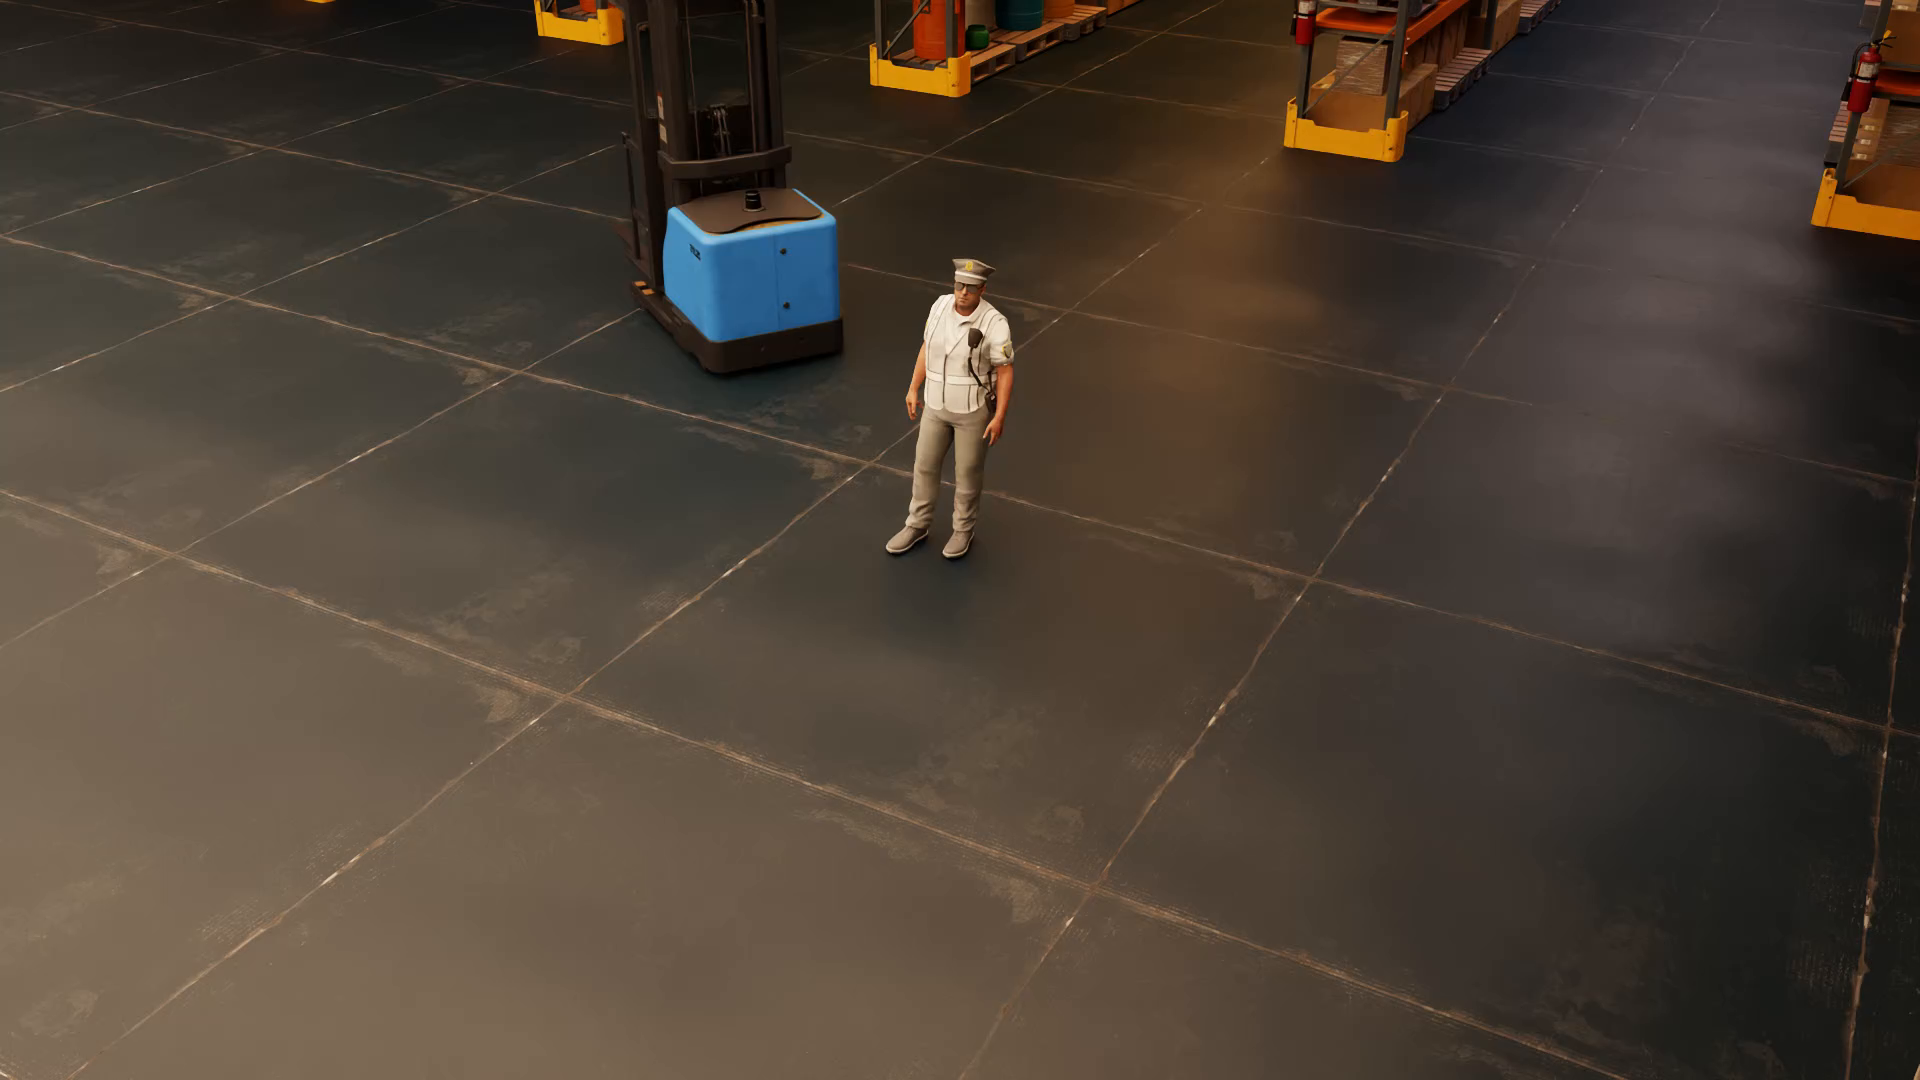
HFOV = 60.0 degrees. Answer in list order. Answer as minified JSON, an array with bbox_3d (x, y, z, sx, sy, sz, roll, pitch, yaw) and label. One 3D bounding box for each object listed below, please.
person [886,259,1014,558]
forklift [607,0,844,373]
[{"bbox_3d":[-0.048,-0.747,9.500,0.640,1.781,0.575,15,33,25],"label":"person"},{"bbox_3d":[-1.984,-3.178,12.578,1.130,2.935,3.031,-14,33,-23],"label":"forklift"}]
